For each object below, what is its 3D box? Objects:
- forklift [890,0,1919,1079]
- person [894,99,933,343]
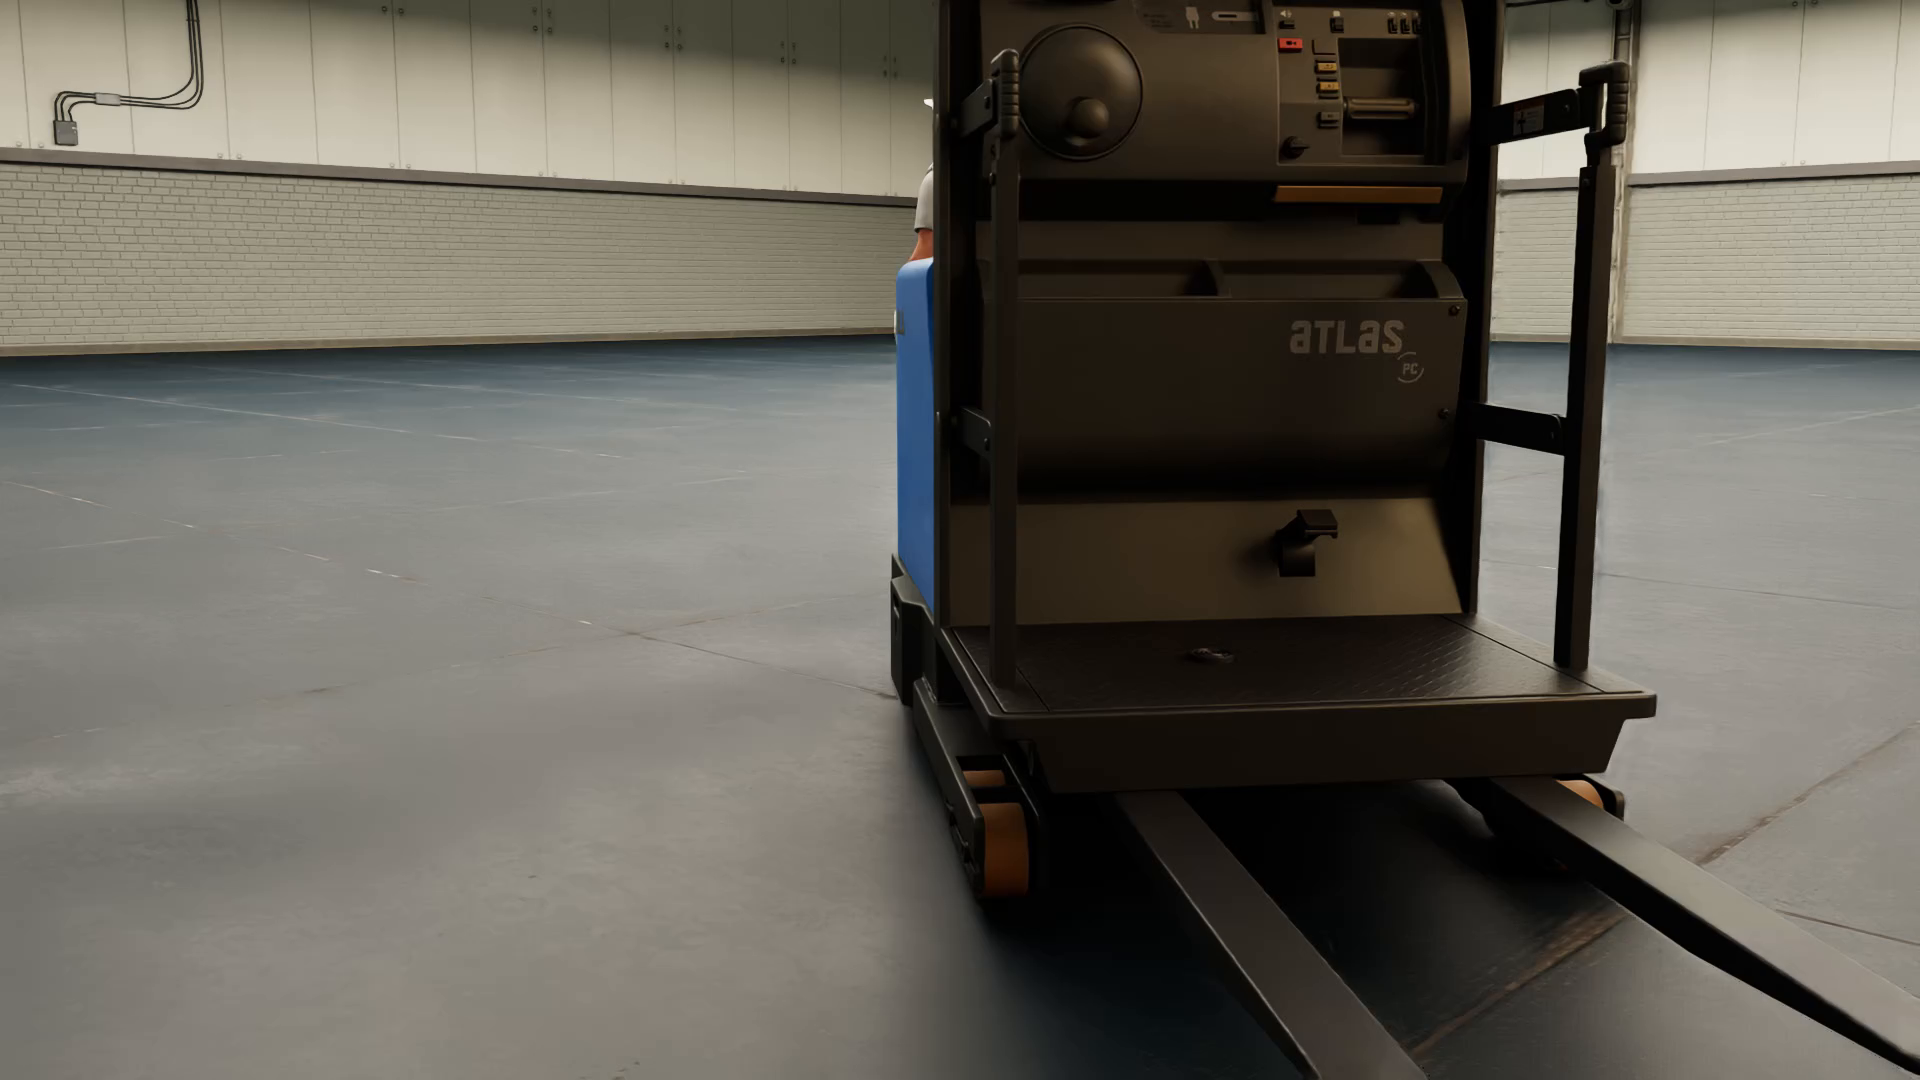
[{"bbox_3d":[0.525,-0.907,2.893,1.130,2.935,3.031,-1,9,-7],"label":"forklift"},{"bbox_3d":[-0.050,-0.902,6.647,0.562,1.790,0.637,8,12,43],"label":"person"}]
